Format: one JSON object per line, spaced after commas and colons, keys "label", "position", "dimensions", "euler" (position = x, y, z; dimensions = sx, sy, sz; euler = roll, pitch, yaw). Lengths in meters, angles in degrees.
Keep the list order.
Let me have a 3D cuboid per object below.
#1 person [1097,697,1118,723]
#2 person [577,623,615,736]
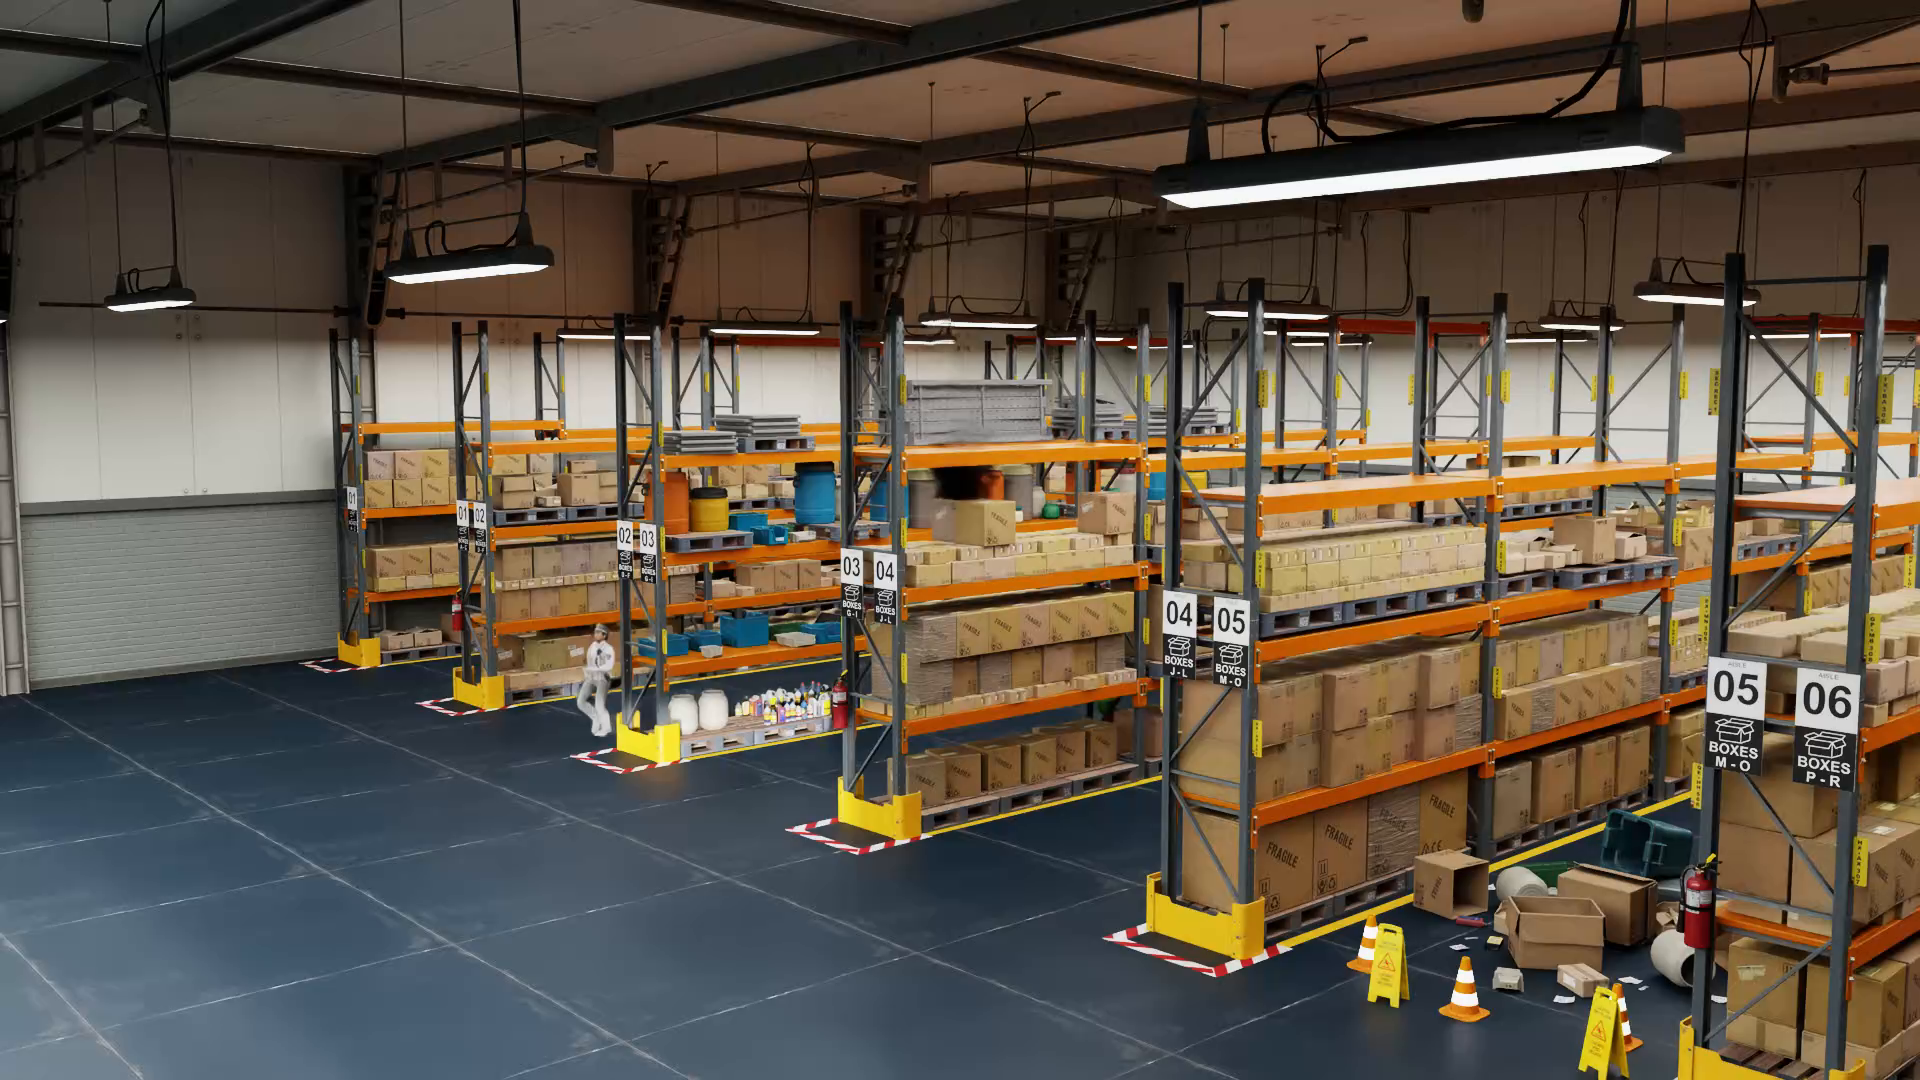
{"label": "person", "position": [2.074, 1.963, 23.513], "dimensions": [0.644, 1.741, 0.578], "euler": [5, 8, 43]}
{"label": "person", "position": [-5.168, 1.995, 23.717], "dimensions": [0.603, 1.650, 0.575], "euler": [4, 7, 32]}
